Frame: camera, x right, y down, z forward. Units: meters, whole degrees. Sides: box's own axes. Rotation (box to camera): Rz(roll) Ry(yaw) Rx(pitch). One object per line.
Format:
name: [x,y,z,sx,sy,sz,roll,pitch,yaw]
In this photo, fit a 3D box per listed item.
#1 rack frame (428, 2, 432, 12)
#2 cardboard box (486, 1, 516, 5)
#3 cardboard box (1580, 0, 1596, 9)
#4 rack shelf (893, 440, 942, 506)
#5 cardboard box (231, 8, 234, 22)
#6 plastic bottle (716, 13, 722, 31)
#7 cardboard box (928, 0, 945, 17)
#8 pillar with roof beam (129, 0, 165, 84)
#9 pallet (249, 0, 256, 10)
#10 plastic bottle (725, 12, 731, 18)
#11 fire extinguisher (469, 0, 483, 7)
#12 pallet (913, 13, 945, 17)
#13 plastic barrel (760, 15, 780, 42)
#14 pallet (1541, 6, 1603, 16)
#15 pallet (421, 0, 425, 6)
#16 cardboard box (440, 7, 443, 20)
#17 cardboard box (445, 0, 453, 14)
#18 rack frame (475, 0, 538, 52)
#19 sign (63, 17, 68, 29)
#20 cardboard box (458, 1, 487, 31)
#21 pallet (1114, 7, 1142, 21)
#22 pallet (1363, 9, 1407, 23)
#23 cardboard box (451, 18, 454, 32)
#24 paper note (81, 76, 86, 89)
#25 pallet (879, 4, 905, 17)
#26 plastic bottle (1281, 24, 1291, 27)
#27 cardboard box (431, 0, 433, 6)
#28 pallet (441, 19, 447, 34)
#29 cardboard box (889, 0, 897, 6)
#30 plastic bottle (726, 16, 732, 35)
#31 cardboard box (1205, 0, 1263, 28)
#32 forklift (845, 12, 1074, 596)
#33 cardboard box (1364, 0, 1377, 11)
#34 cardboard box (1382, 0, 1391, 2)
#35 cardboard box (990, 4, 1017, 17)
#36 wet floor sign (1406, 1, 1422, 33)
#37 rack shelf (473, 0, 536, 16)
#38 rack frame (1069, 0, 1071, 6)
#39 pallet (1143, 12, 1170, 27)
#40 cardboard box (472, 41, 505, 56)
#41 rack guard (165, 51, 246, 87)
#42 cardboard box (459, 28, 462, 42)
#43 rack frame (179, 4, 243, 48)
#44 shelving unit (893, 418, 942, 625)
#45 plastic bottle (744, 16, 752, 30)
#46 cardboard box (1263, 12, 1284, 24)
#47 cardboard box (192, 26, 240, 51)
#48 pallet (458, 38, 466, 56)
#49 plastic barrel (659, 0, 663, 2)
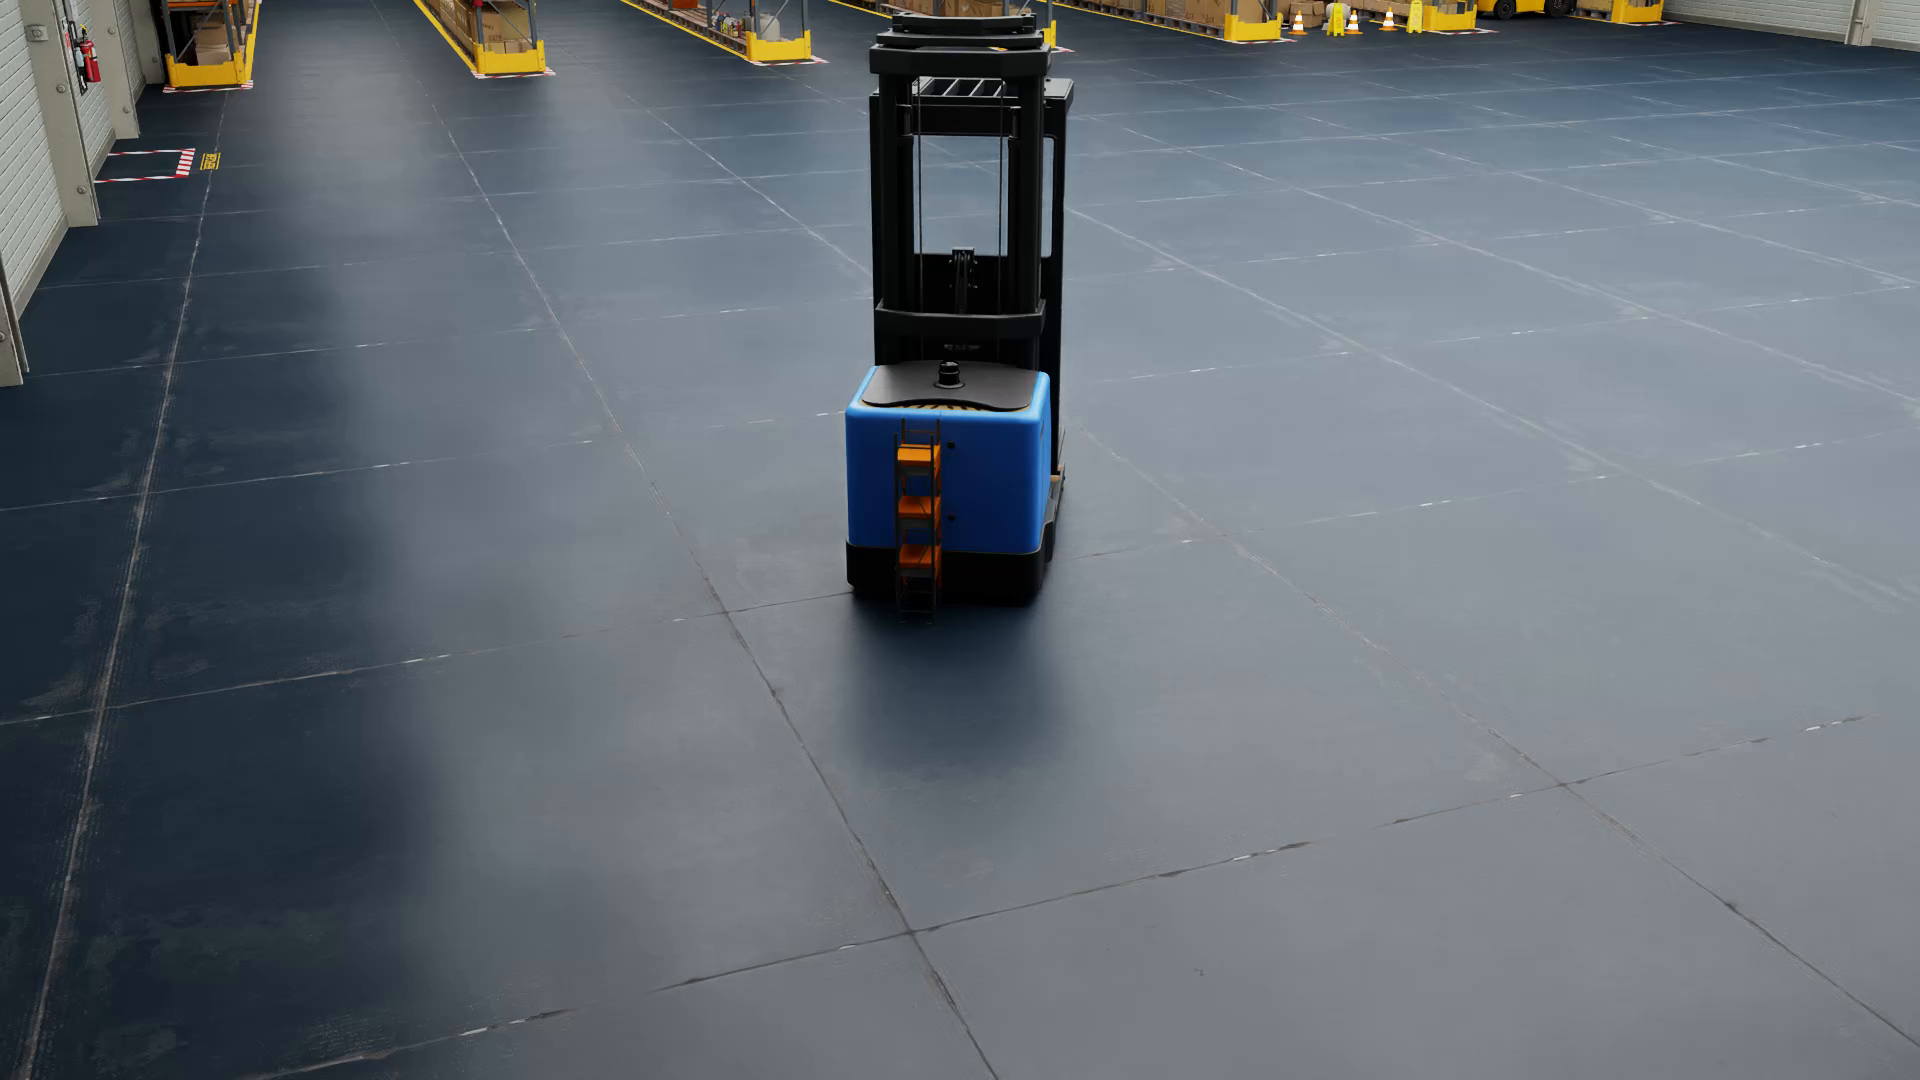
rack frame: [-12.188,-14.049,39.221,1.000,3.000,0.127,-8,24,-19]
cardboard box: [-8.648,-9.911,31.438,0.500,0.500,0.500,-8,24,-19]
cardboard box: [14.605,-12.325,38.129,0.500,0.250,0.500,-8,24,-19]
rack shelf: [-0.216,-0.344,8.510,0.215,0.259,0.240,3,23,6]
cardboard box: [-14.830,-10.331,33.052,0.700,0.500,0.500,-8,24,-19]
plastic bottle: [-4.830,-10.452,33.532,0.144,0.351,0.185,-8,24,-18]
cardboard box: [-0.290,-11.777,36.482,0.700,0.500,0.500,-10,25,-23]
pillar with roof beam: [-9.611,-12.499,27.818,9.100,9.000,0.400,-8,24,-19]
pallet: [-17.451,-12.814,39.881,1.003,0.211,1.213,-8,24,-19]
plastic bottle: [-4.695,-10.472,33.578,0.144,0.351,0.185,-8,24,-19]
fire extinguisher: [-8.342,-9.547,28.638,0.296,0.674,0.183,-8,24,-19]
pallet: [-0.369,-11.498,36.758,1.003,0.211,1.213,-8,24,-19]
plastic barrel: [-3.618,-9.643,31.429,0.421,0.512,0.421,0,23,0]
pallet: [14.497,-12.519,39.180,1.003,0.211,1.213,-8,24,-19]
pallet: [-12.865,-13.458,41.408,1.003,0.211,1.213,-8,24,-19]
cardboard box: [-10.865,-11.292,35.678,0.500,0.250,0.500,-8,24,-19]
cardboard box: [-10.311,-10.988,34.235,0.500,0.311,0.500,-9,24,-20]
rack frame: [-7.949,-9.689,28.876,1.000,3.000,0.127,-8,24,-19]
sign: [-10.576,-6.109,19.653,0.001,0.109,0.331,-8,24,-19]
cardboard box: [-9.138,-9.840,31.267,0.500,0.500,0.500,-8,24,-19]
pallet: [4.240,-12.129,38.256,1.003,0.211,1.213,-8,24,-19]
pallet: [9.883,-11.892,37.692,1.003,0.211,1.213,-8,24,-19]
cardboard box: [-9.957,-10.364,33.476,0.500,0.250,0.500,-9,24,-20]
paper note: [-10.684,-5.581,20.263,0.016,0.148,0.142,-8,24,-19]
pallet: [-1.231,-12.385,38.862,1.003,0.211,1.213,-8,24,-19]
plastic bottle: [7.089,-11.258,36.383,0.133,0.061,0.283,-18,29,-37]
cardboard box: [-12.046,-12.699,38.668,0.500,0.500,0.500,-8,24,-18]
pallet: [-10.521,-11.006,35.592,1.003,0.211,1.213,-8,24,-19]
cardboard box: [-1.251,-12.764,38.823,0.700,0.500,0.500,-10,25,-22]
plastic bottle: [-4.547,-10.162,32.842,0.144,0.351,0.185,-7,24,-17]
cardboard box: [5.694,-11.142,34.519,0.875,0.875,0.875,-8,24,-19]
forklift: [0.073,-1.591,9.750,1.130,2.935,3.031,3,23,6]
cardboard box: [9.523,-12.150,37.715,0.500,0.250,0.500,-9,24,-20]
cardboard box: [9.705,-12.307,37.122,0.500,0.500,0.500,-9,24,-20]
cardboard box: [0.872,-10.530,33.549,0.500,0.500,0.500,-2,23,-5]
wet floor sign: [9.657,-11.106,35.269,0.267,0.644,0.232,0,23,-1]
rack shelf: [-8.655,-10.084,30.740,1.077,0.370,4.000,-8,24,-19]
rack frame: [3.170,-14.597,40.522,1.000,3.000,0.127,-8,24,-19]
pallet: [4.778,-11.572,36.934,1.003,0.211,1.213,-8,24,-19]
cardboard box: [-8.415,-8.770,29.694,0.500,0.250,0.500,-8,24,-19]
rack guard: [-12.609,-7.884,27.811,1.175,0.500,0.348,-8,24,-19]
cardboard box: [-9.310,-9.676,31.846,0.500,0.250,0.500,-8,24,-19]
rack frame: [-13.995,-10.461,30.708,1.000,3.000,0.127,-8,24,-19]
shelving unit: [-0.216,-0.092,8.616,0.215,1.050,0.252,3,23,6]
plastic bottle: [-4.291,-10.475,33.680,0.152,0.276,0.135,-8,24,-19]
cardboard box: [6.913,-11.512,36.722,0.396,0.266,0.258,-4,23,-10]
cardboard box: [-13.156,-8.803,29.426,0.700,0.500,0.500,-10,25,-22]
pallet: [-9.120,-9.563,32.167,1.003,0.211,1.213,-8,24,-19]
plastic barrel: [-7.011,-13.100,39.631,0.421,0.512,0.421,0,23,0]
